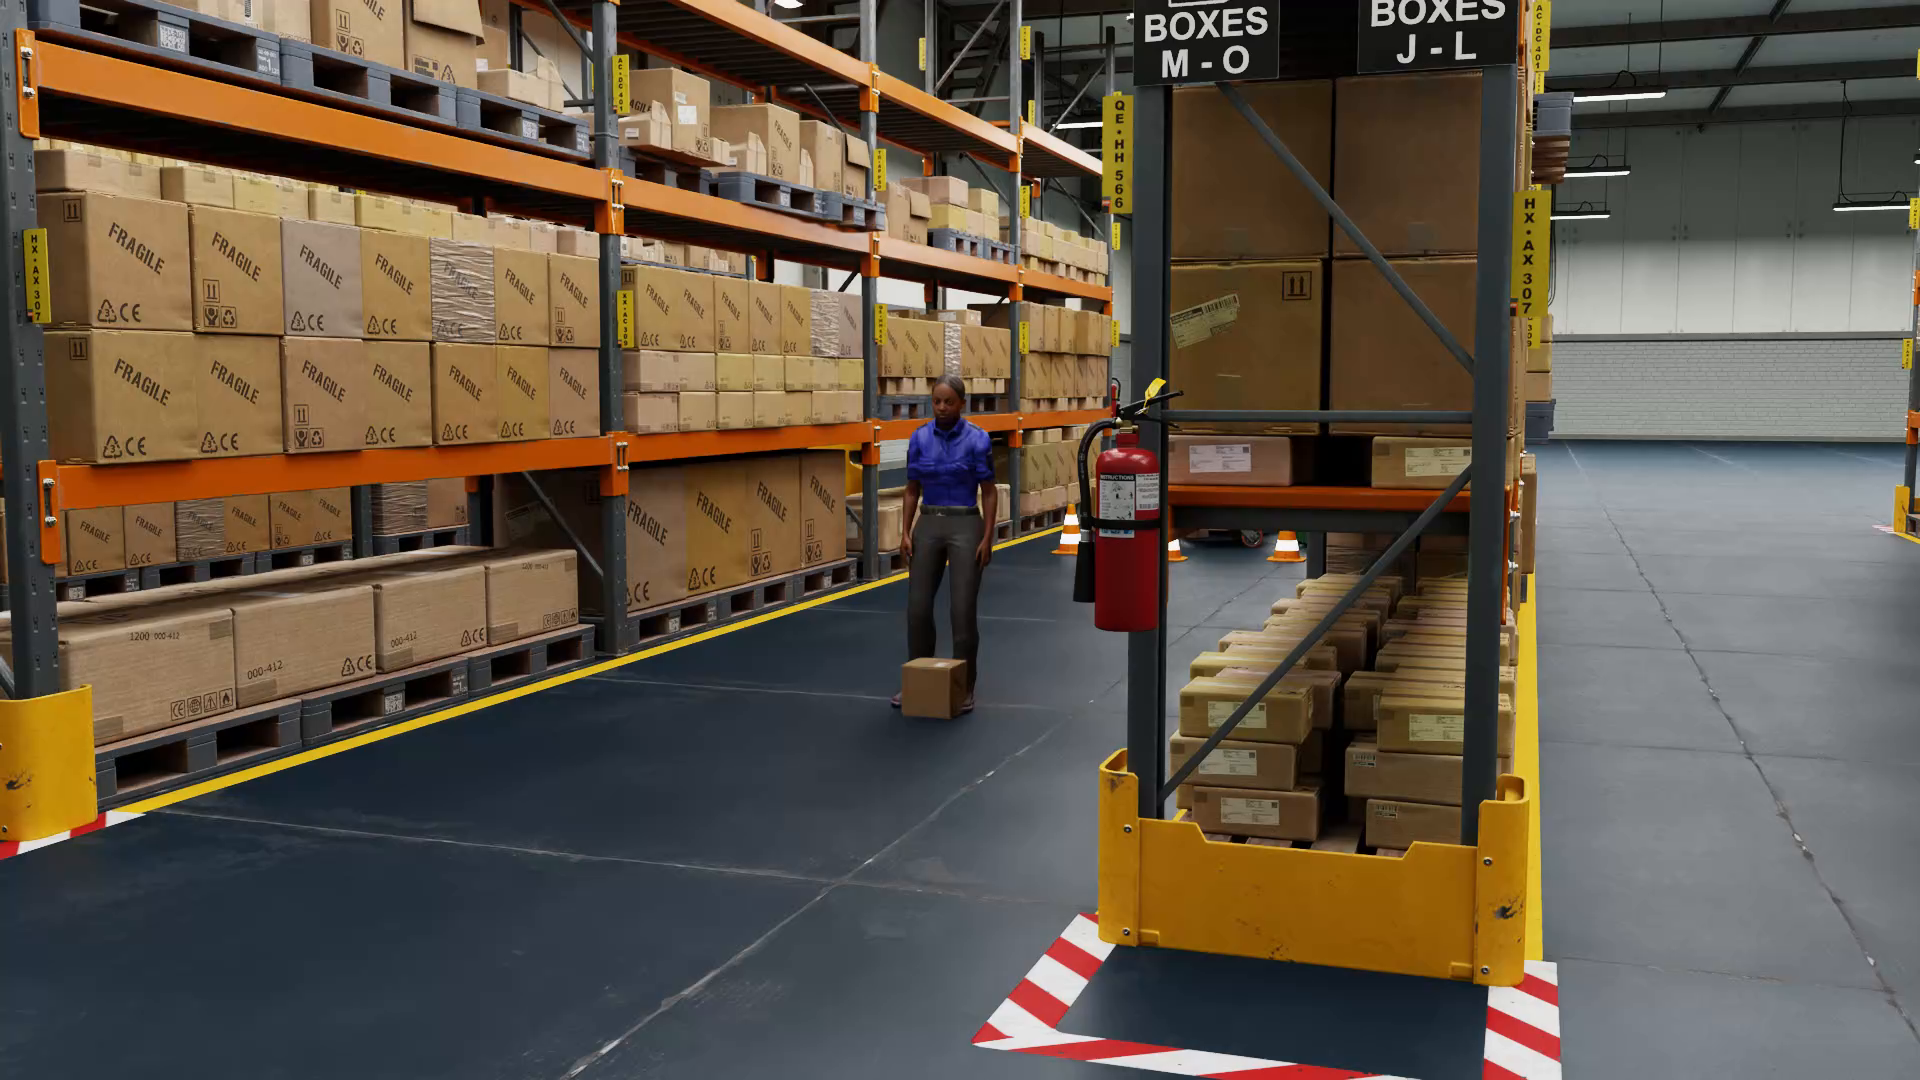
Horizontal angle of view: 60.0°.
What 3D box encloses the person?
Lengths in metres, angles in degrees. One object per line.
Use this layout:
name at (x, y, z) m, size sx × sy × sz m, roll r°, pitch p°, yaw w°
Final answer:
person at (-0.076, 0.004, 8.233) m, size 0.509 × 1.654 × 0.400 m, roll 2°, pitch 6°, yaw 16°
